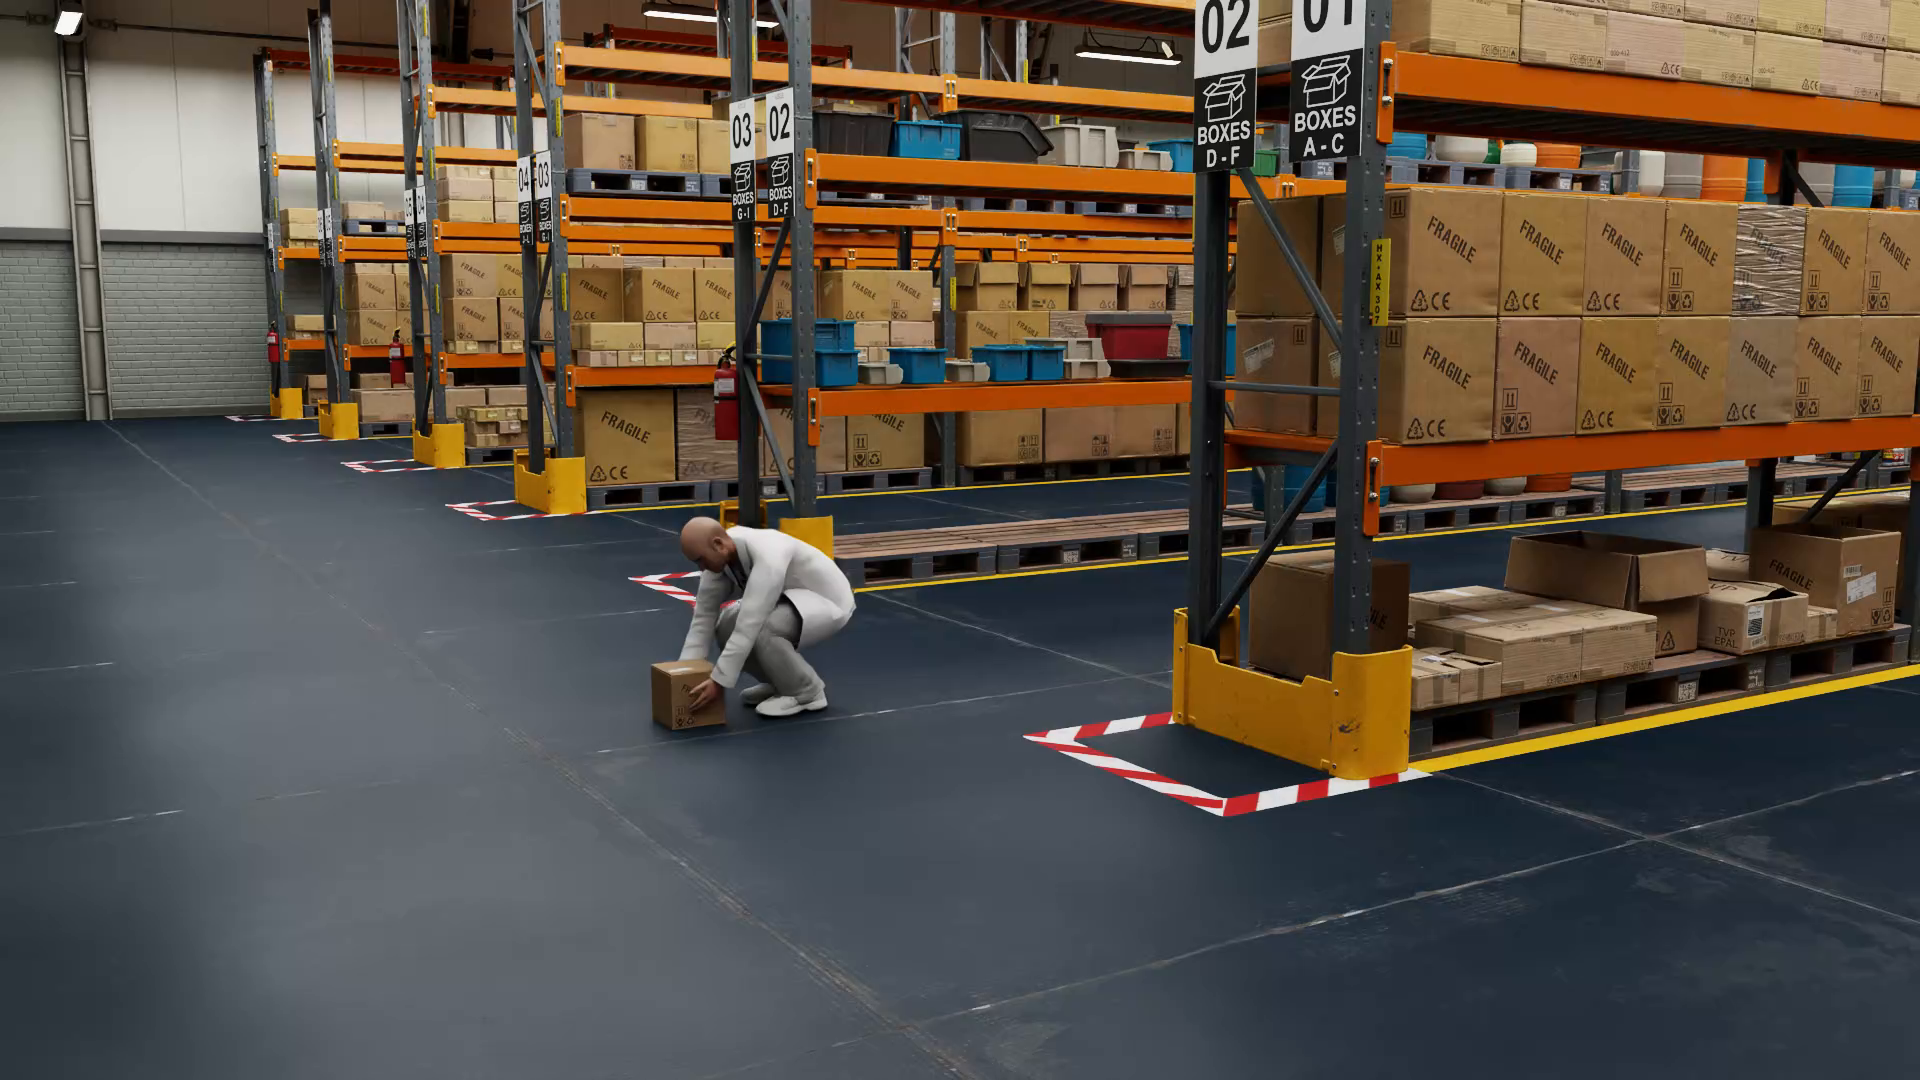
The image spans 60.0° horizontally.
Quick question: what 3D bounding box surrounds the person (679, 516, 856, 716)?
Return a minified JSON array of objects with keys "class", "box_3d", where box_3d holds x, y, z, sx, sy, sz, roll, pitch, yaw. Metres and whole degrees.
[{"class":"person","box_3d":[-0.897,0.328,7.588,0.906,0.931,0.610,-5,9,-31]}]
